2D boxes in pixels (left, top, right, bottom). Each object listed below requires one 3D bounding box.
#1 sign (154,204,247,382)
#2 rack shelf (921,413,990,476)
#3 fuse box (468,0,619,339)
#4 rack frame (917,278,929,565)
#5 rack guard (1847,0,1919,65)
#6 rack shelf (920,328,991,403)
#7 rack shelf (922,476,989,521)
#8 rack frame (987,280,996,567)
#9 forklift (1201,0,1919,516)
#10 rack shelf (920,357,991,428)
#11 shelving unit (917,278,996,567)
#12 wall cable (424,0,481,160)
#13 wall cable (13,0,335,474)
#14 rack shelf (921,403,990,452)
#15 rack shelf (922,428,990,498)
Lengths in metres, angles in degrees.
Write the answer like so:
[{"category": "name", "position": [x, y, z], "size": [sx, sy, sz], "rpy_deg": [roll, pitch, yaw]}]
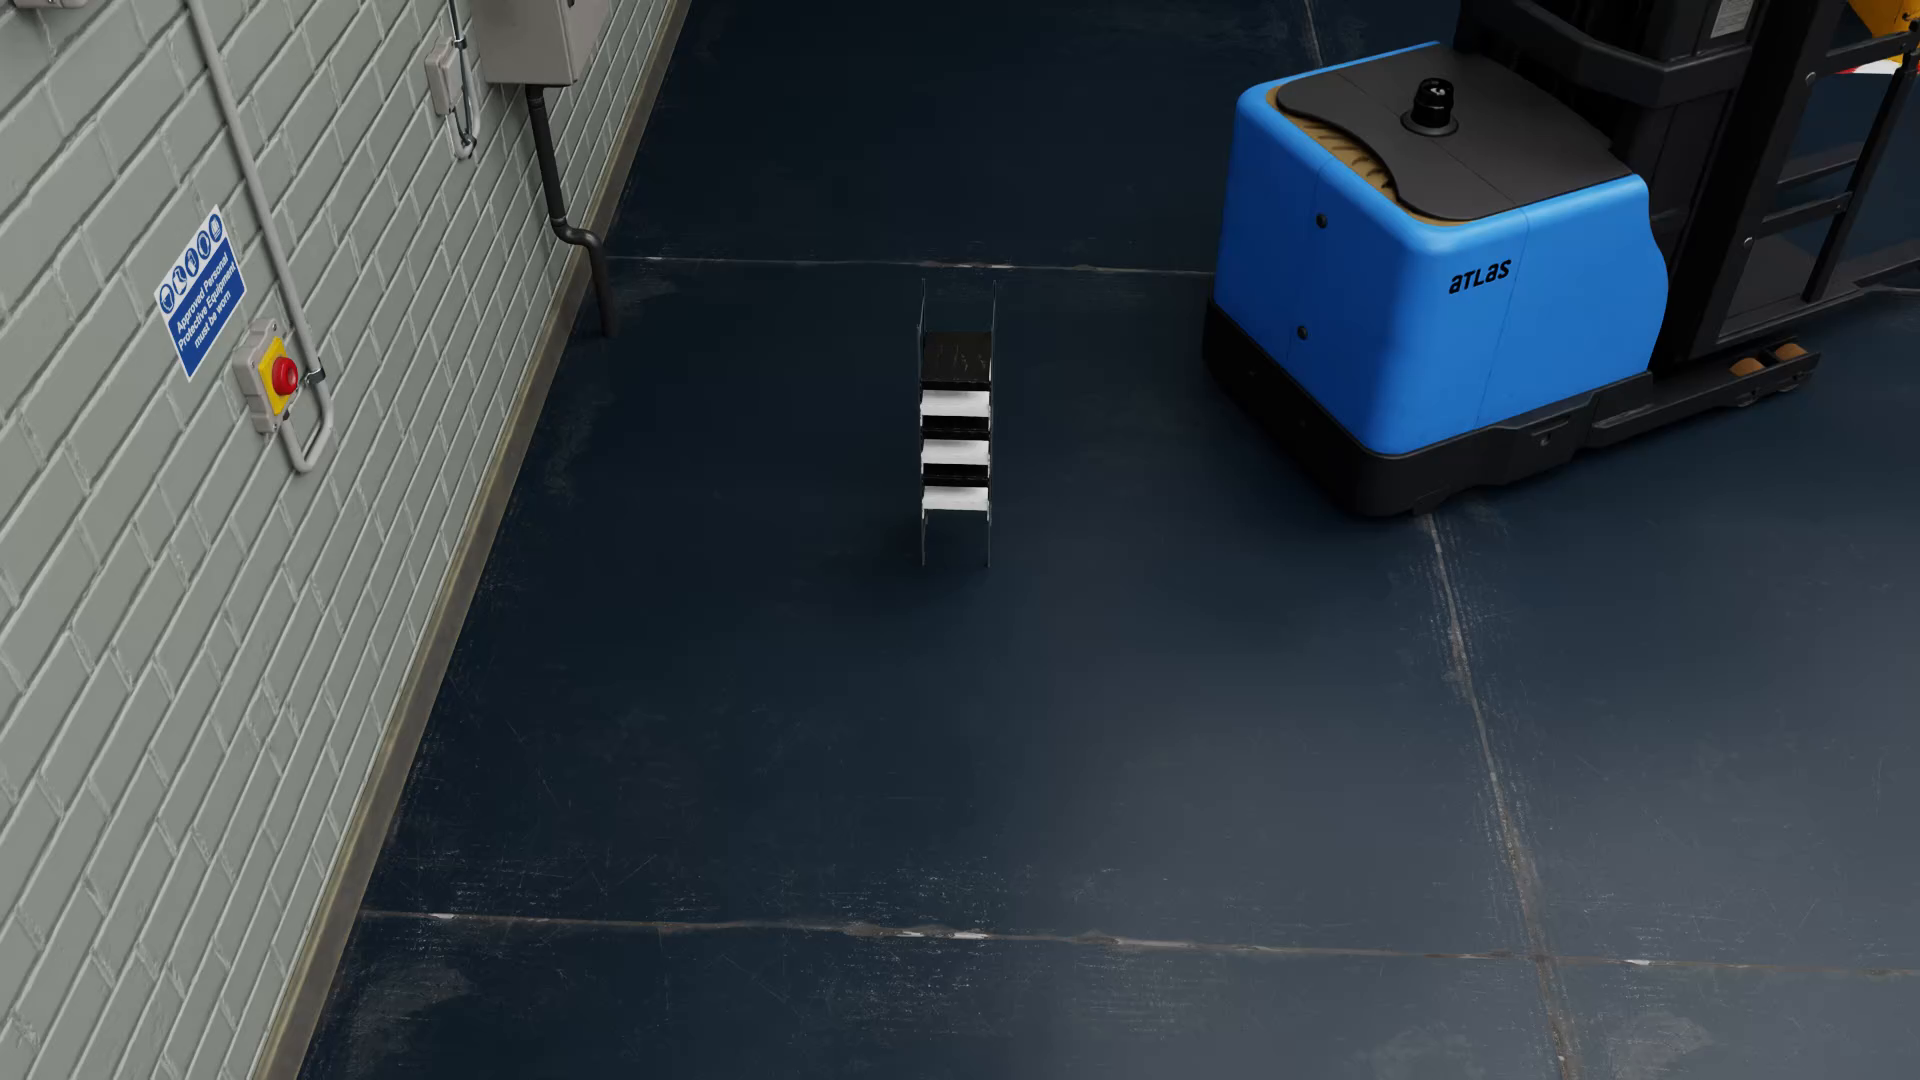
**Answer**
[{"category": "sign", "position": [-1.545, -0.506, 3.395], "size": [0.001, 0.218, 0.327], "rpy_deg": [2, 43, 2]}, {"category": "rack shelf", "position": [-0.008, -0.305, 4.966], "size": [0.200, 0.077, 0.258], "rpy_deg": [2, 43, 2]}, {"category": "fuse box", "position": [-1.242, -1.393, 5.490], "size": [0.414, 1.711, 0.539], "rpy_deg": [2, 43, 2]}, {"category": "rack frame", "position": [-0.110, -0.333, 4.947], "size": [0.006, 0.900, 0.240], "rpy_deg": [2, 43, 2]}, {"category": "rack guard", "position": [4.448, -2.744, 7.829], "size": [0.348, 0.500, 1.175], "rpy_deg": [2, 43, 2]}, {"category": "rack shelf", "position": [-0.008, -0.503, 4.782], "size": [0.200, 0.077, 0.258], "rpy_deg": [2, 43, 2]}, {"category": "rack shelf", "position": [-0.008, -0.173, 5.089], "size": [0.200, 0.077, 0.258], "rpy_deg": [2, 43, 2]}, {"category": "rack frame", "position": [0.093, -0.326, 4.940], "size": [0.006, 0.900, 0.240], "rpy_deg": [2, 43, 2]}, {"category": "forklift", "position": [2.405, -1.840, 5.075], "size": [3.031, 2.935, 1.130], "rpy_deg": [-18, 46, -19]}, {"category": "rack shelf", "position": [-0.008, -0.437, 4.844], "size": [0.200, 0.077, 0.258], "rpy_deg": [2, 43, 2]}, {"category": "shelving unit", "position": [-0.008, -0.330, 4.944], "size": [0.210, 0.900, 0.258], "rpy_deg": [2, 43, 2]}, {"category": "wall cable", "position": [-1.430, -1.776, 4.211], "size": [0.122, 1.984, 0.588], "rpy_deg": [2, 43, 2]}, {"category": "wall cable", "position": [-1.482, -0.822, 3.163], "size": [0.123, 1.953, 0.585], "rpy_deg": [2, 43, 2]}, {"category": "rack shelf", "position": [-0.008, -0.371, 4.905], "size": [0.200, 0.077, 0.258], "rpy_deg": [2, 43, 2]}, {"category": "rack shelf", "position": [-0.008, -0.239, 5.028], "size": [0.200, 0.077, 0.258], "rpy_deg": [2, 43, 2]}]
